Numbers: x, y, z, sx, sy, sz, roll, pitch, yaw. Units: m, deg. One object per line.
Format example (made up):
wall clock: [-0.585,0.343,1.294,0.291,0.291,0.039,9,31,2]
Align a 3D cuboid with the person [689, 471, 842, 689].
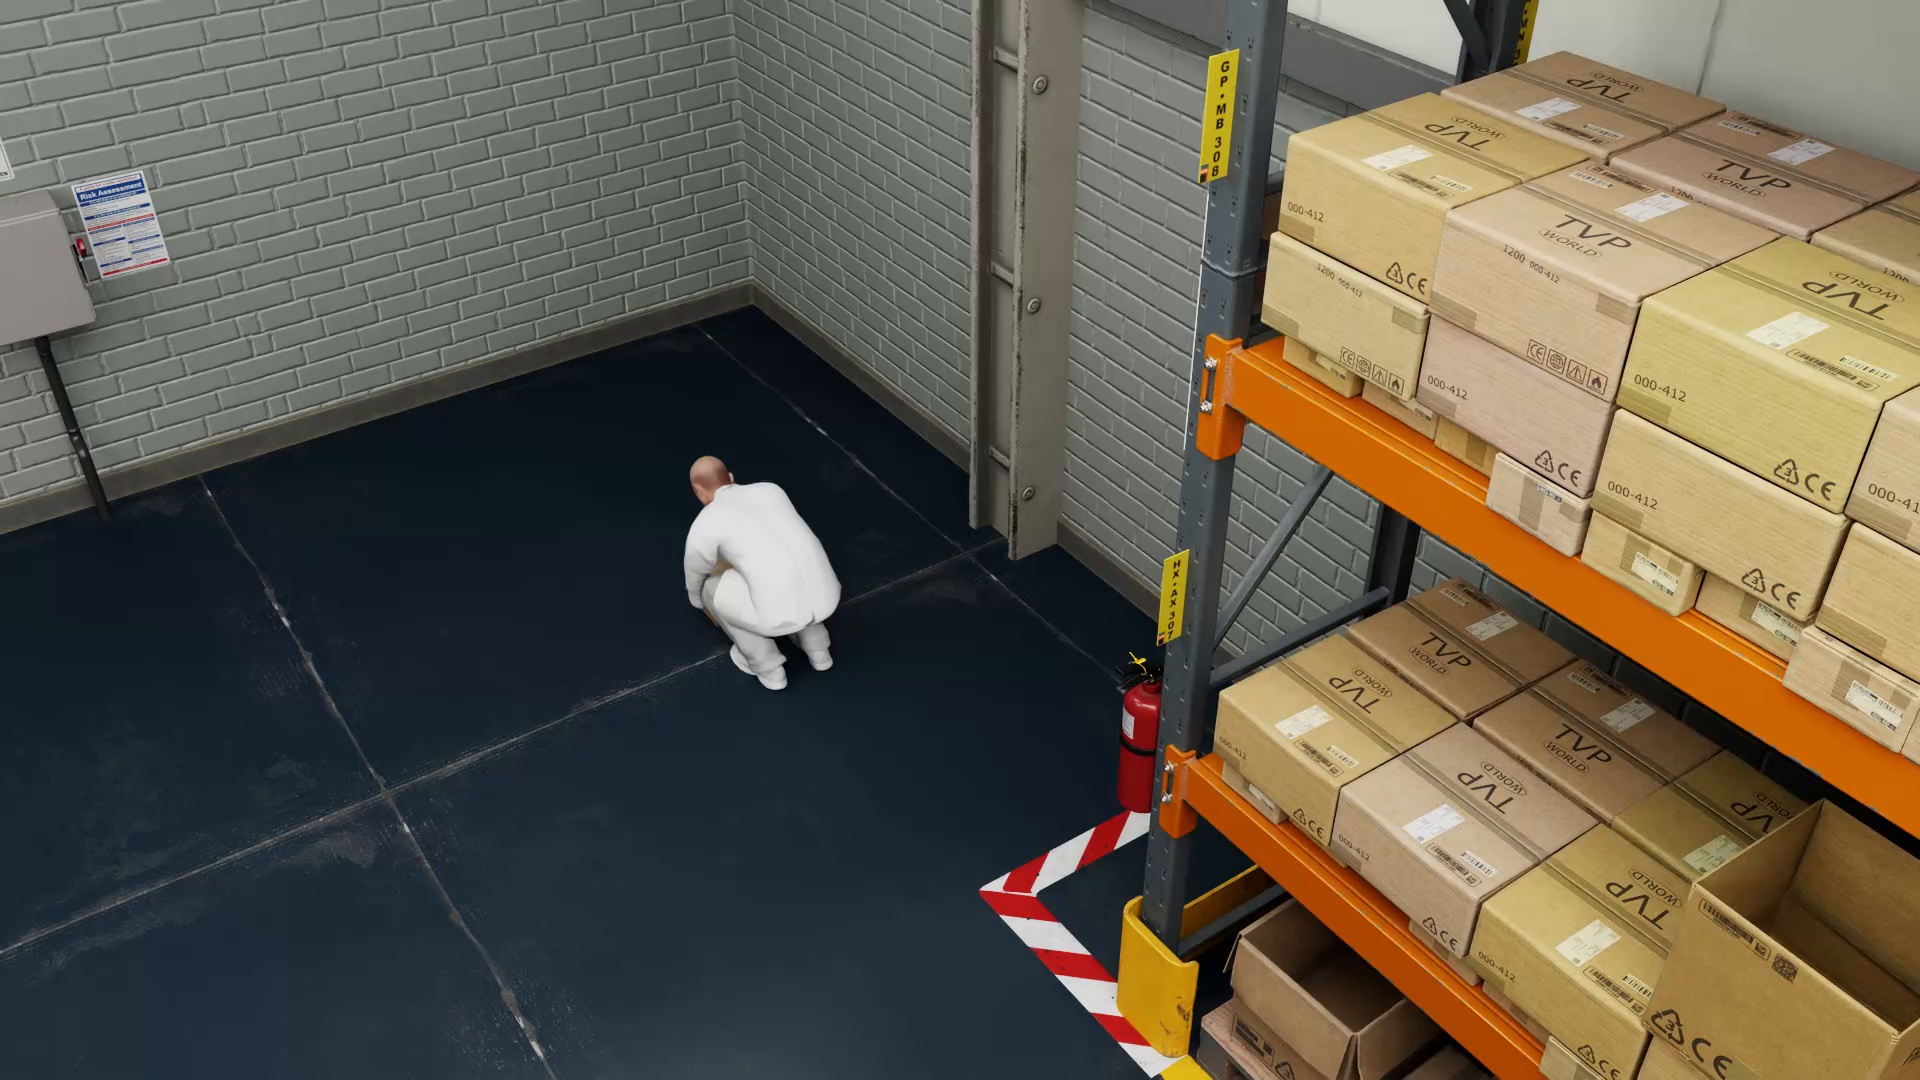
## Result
person: [-0.915,0.162,7.631,0.582,0.835,0.957,-24,42,-29]
